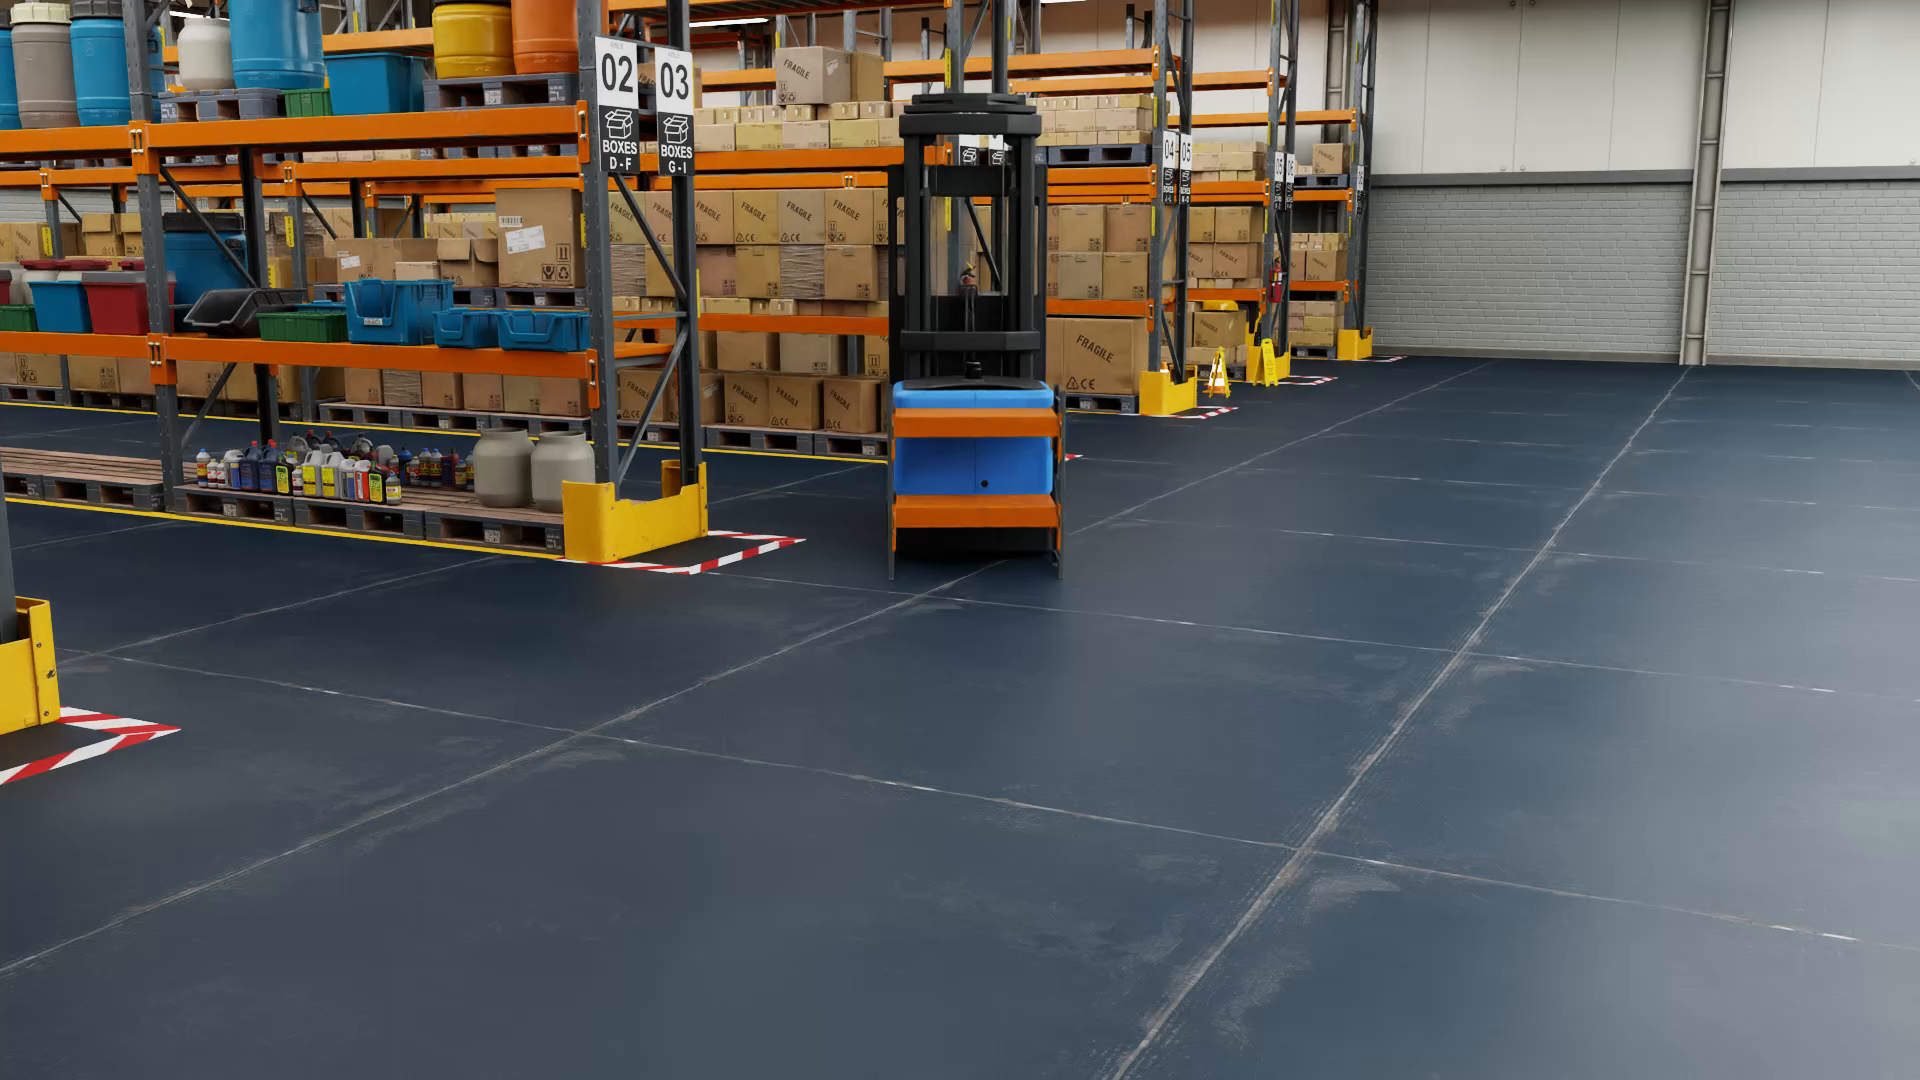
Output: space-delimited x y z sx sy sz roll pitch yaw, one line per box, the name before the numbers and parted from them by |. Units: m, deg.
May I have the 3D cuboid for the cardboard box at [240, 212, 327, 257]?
cardboard box | -7.663 -3.460 18.829 0.637 0.503 0.797 5 12 28

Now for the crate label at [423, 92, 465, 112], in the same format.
crate label | -3.564 -3.039 11.593 0.408 0.251 0.502 5 11 26

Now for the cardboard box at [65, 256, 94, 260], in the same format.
cardboard box | -10.300 -3.145 19.906 0.500 0.500 0.500 5 11 26

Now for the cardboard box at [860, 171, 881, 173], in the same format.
cardboard box | -1.249 -5.851 26.424 0.637 0.503 0.797 5 11 26

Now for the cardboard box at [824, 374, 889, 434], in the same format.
cardboard box | -0.944 -1.297 15.813 0.500 0.500 0.500 9 14 41

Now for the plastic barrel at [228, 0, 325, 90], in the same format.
plastic barrel | -4.774 -3.585 11.605 0.708 0.901 0.600 5 11 26

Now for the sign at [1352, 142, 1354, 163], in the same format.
sign | 6.485 -6.390 27.426 0.005 0.325 0.100 5 11 26

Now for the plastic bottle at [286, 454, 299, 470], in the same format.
plastic bottle | -4.761 -0.475 11.855 0.097 0.271 0.097 0 10 0

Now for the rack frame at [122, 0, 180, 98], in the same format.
rack frame | -5.619 -4.703 11.948 0.127 3.000 1.000 5 11 26

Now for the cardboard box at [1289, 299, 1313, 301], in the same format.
cardboard box | 5.941 -4.055 28.947 0.500 0.250 0.500 5 11 26

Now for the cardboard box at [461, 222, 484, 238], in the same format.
cardboard box | -8.568 -5.449 29.828 0.500 0.500 0.500 5 11 25

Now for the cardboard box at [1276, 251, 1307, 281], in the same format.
cardboard box | 5.719 -4.691 28.446 0.500 0.500 0.500 5 12 28

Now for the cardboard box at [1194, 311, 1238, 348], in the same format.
cardboard box | 3.711 -3.054 24.116 0.500 0.500 0.500 5 11 26

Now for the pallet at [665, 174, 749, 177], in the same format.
pallet | -3.124 -4.895 21.959 1.213 0.211 1.003 6 12 28

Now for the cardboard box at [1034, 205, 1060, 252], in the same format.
cardboard box | 1.153 -3.746 20.052 0.550 0.550 0.875 5 11 26

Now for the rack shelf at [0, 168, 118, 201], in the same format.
rack shelf | -12.395 -4.452 21.004 4.000 0.370 1.077 5 11 26

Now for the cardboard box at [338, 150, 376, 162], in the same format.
cardboard box | -6.245 -4.141 17.688 0.500 0.250 0.500 5 12 27

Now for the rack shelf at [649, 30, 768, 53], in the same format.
rack shelf | -5.817 -9.939 33.568 4.000 0.370 1.077 5 11 26

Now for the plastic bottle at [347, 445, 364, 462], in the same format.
plastic bottle | -4.474 -0.567 12.333 0.133 0.283 0.061 5 11 26

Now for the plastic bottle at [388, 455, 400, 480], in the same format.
plastic bottle | -4.190 -0.527 12.340 0.097 0.201 0.097 0 10 0

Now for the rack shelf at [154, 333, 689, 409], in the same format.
rack shelf | -3.825 -1.239 11.675 4.000 0.370 1.077 5 11 26

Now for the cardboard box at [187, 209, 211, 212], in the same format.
cardboard box | -11.618 -4.882 25.856 0.500 0.500 0.500 5 11 25

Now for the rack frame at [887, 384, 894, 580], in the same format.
rack frame | -0.418 -0.357 10.046 0.032 1.125 0.500 0 10 -2

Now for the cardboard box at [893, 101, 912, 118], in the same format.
cardboard box | -0.409 -3.836 14.884 0.250 0.149 0.380 5 11 24

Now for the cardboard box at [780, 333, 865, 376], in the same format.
cardboard box | -1.738 -2.460 21.540 0.750 0.750 1.050 5 11 26

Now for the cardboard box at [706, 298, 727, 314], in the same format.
cardboard box | -2.236 -2.259 15.994 0.250 0.149 0.380 5 11 26

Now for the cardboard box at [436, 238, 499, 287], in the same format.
cardboard box | -5.023 -2.921 17.480 0.637 0.503 0.797 6 12 32

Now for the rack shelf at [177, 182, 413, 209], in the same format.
rack shelf | -10.110 -5.236 25.337 4.000 0.370 1.077 5 11 26

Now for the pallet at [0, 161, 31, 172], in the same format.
pallet | -12.421 -4.767 20.975 1.213 0.211 1.003 5 11 26

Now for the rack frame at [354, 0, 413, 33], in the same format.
rack frame | -8.316 -6.909 24.135 0.127 3.000 1.000 5 11 26

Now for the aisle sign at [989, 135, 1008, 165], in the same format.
aisle sign | 0.348 -3.549 15.118 0.004 0.787 0.394 5 11 26

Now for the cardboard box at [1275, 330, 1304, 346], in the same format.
cardboard box | 5.735 -3.483 28.596 0.500 0.250 0.500 5 11 26

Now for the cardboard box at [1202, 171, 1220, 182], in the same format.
cardboard box | 3.640 -5.186 23.745 0.250 0.149 0.380 5 12 28

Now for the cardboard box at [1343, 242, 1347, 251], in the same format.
cardboard box | 6.548 -5.039 28.548 0.250 0.149 0.380 5 11 24

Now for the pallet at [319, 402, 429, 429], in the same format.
pallet | -6.314 -1.423 18.501 1.213 0.211 1.003 5 11 26

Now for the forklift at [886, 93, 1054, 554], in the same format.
forklift | 0.041 -1.570 11.676 1.130 2.935 3.031 0 10 -2

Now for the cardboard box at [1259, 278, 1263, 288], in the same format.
cardboard box | 4.332 -3.746 24.209 0.250 0.149 0.380 5 11 26

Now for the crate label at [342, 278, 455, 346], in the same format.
crate label | -3.802 -1.555 11.300 0.616 0.435 0.502 5 11 26

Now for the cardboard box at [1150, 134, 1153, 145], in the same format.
cardboard box | 2.280 -4.697 19.585 0.250 0.149 0.380 5 11 26

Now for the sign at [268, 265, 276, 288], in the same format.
sign | -5.365 -1.974 12.938 0.005 0.325 0.100 5 11 26

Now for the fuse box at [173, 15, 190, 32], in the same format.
fuse box | -14.959 -9.995 32.203 0.176 0.334 0.513 5 11 26

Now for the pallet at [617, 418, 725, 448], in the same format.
pallet | -2.809 -1.123 16.840 1.213 0.211 1.003 5 11 26

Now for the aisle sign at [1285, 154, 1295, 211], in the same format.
aisle sign | 4.737 -5.133 23.871 0.004 0.787 0.394 5 11 26

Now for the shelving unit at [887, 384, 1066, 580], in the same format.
shelving unit | 0.090 -0.360 10.061 1.048 1.125 0.538 0 10 -2

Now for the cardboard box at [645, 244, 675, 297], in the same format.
cardboard box | -2.618 -2.647 16.318 0.500 0.500 0.875 5 11 26

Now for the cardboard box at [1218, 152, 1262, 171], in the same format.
cardboard box | 3.967 -5.355 23.561 0.500 0.250 0.500 5 11 25

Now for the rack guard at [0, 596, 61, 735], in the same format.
rack guard | -4.205 0.587 6.583 0.348 0.500 1.175 5 11 26

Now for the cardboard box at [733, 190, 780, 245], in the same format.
cardboard box | -1.786 -3.037 15.666 0.500 0.500 0.500 5 11 26

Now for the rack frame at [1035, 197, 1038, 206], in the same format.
rack frame | 0.958 -4.125 25.598 0.127 3.000 1.000 5 11 26

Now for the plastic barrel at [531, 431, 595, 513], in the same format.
plastic barrel | -2.656 -0.458 11.144 0.421 0.512 0.421 0 10 0

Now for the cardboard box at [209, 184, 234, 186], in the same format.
cardboard box | -11.144 -5.556 25.503 0.500 0.250 0.500 5 12 28

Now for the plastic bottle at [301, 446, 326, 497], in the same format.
plastic bottle | -4.528 -0.486 11.694 0.185 0.351 0.144 5 11 25

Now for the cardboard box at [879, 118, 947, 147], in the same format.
cardboard box | -0.385 -3.626 14.843 0.500 0.250 0.500 5 12 27

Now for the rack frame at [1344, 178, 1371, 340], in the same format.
rack frame | 6.738 -4.603 28.238 0.127 3.000 1.000 5 11 26

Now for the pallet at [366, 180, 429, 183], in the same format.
pallet | -7.810 -5.275 24.056 1.003 0.211 1.213 5 11 26

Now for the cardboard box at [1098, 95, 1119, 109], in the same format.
cardboard box | 1.770 -5.004 19.039 0.250 0.149 0.380 5 11 26

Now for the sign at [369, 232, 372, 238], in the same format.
sign | -8.549 -4.295 24.110 0.005 0.325 0.100 5 11 26
